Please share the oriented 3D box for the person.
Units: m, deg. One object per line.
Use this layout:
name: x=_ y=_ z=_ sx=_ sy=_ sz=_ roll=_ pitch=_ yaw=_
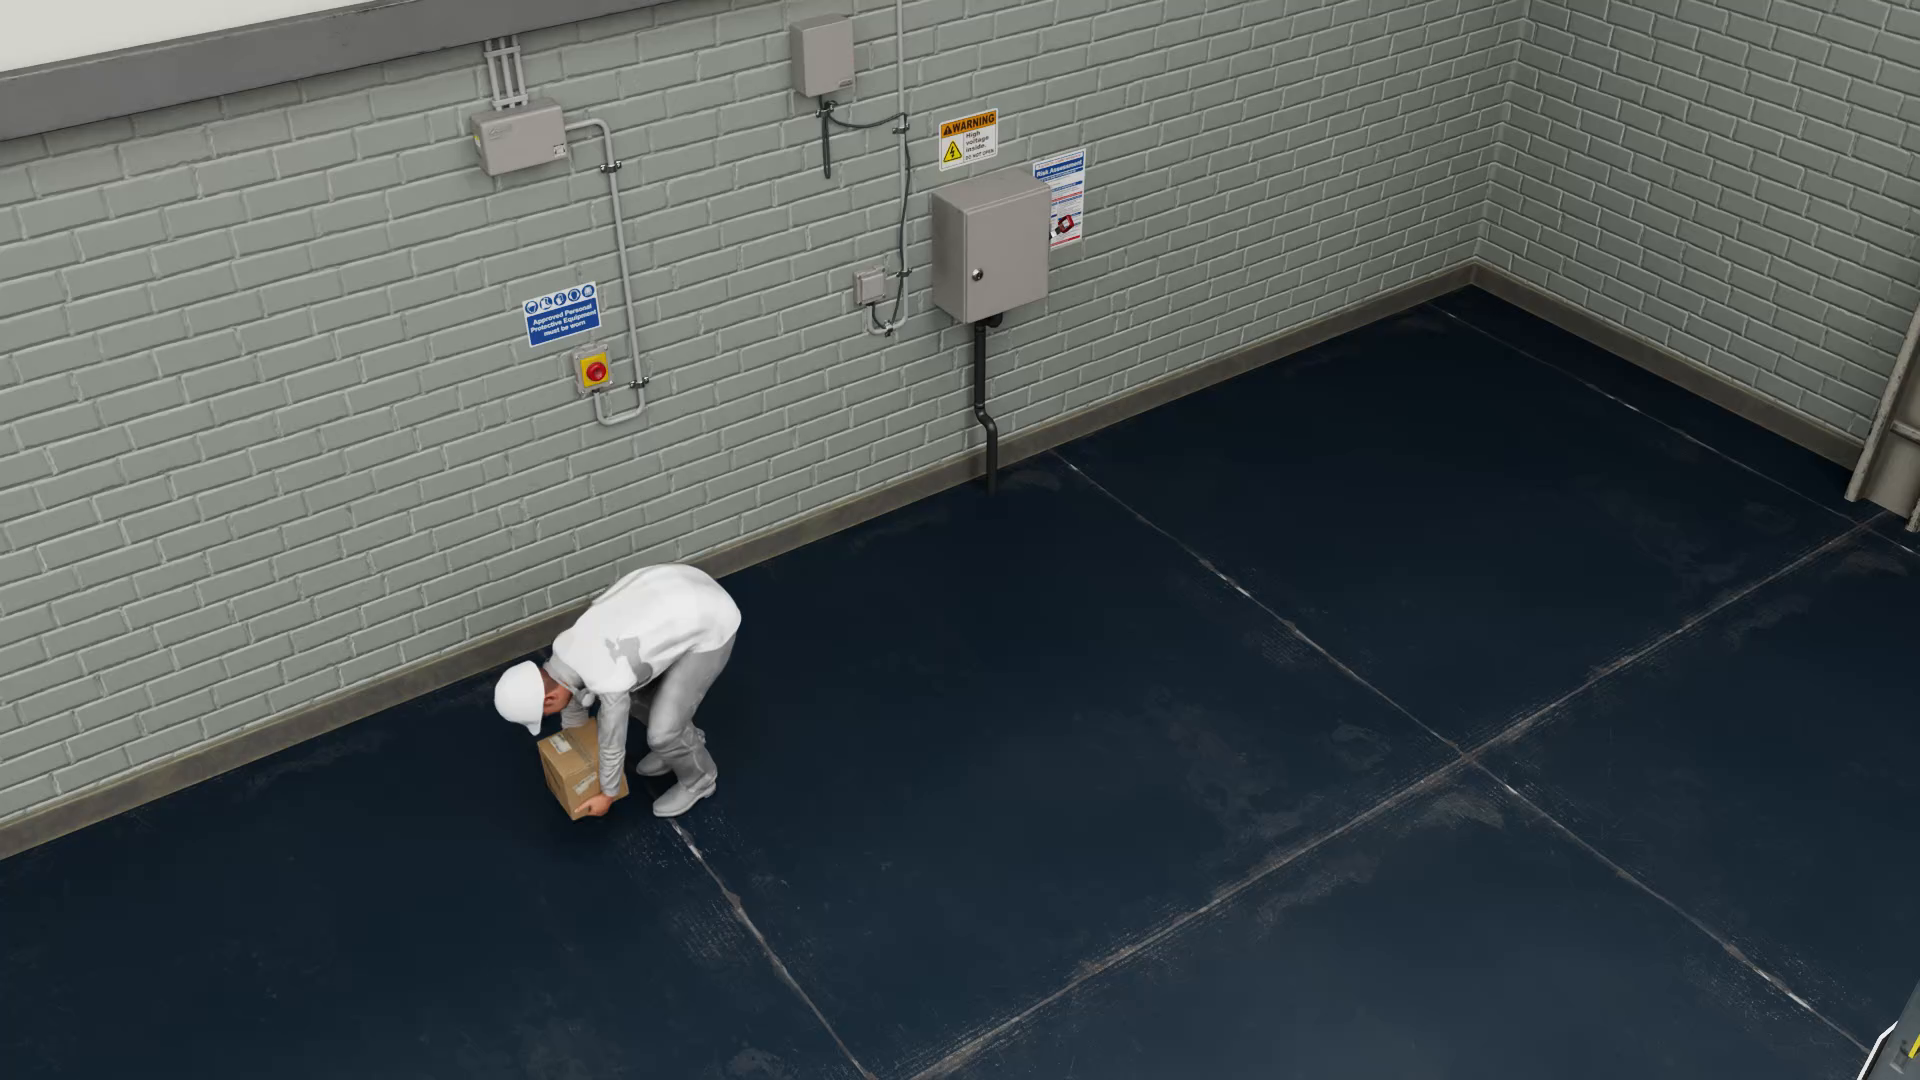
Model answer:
person: x=-1.346 y=0.667 z=6.666 sx=1.009 sy=1.066 sz=0.475 roll=-24 pitch=43 yaw=-30
